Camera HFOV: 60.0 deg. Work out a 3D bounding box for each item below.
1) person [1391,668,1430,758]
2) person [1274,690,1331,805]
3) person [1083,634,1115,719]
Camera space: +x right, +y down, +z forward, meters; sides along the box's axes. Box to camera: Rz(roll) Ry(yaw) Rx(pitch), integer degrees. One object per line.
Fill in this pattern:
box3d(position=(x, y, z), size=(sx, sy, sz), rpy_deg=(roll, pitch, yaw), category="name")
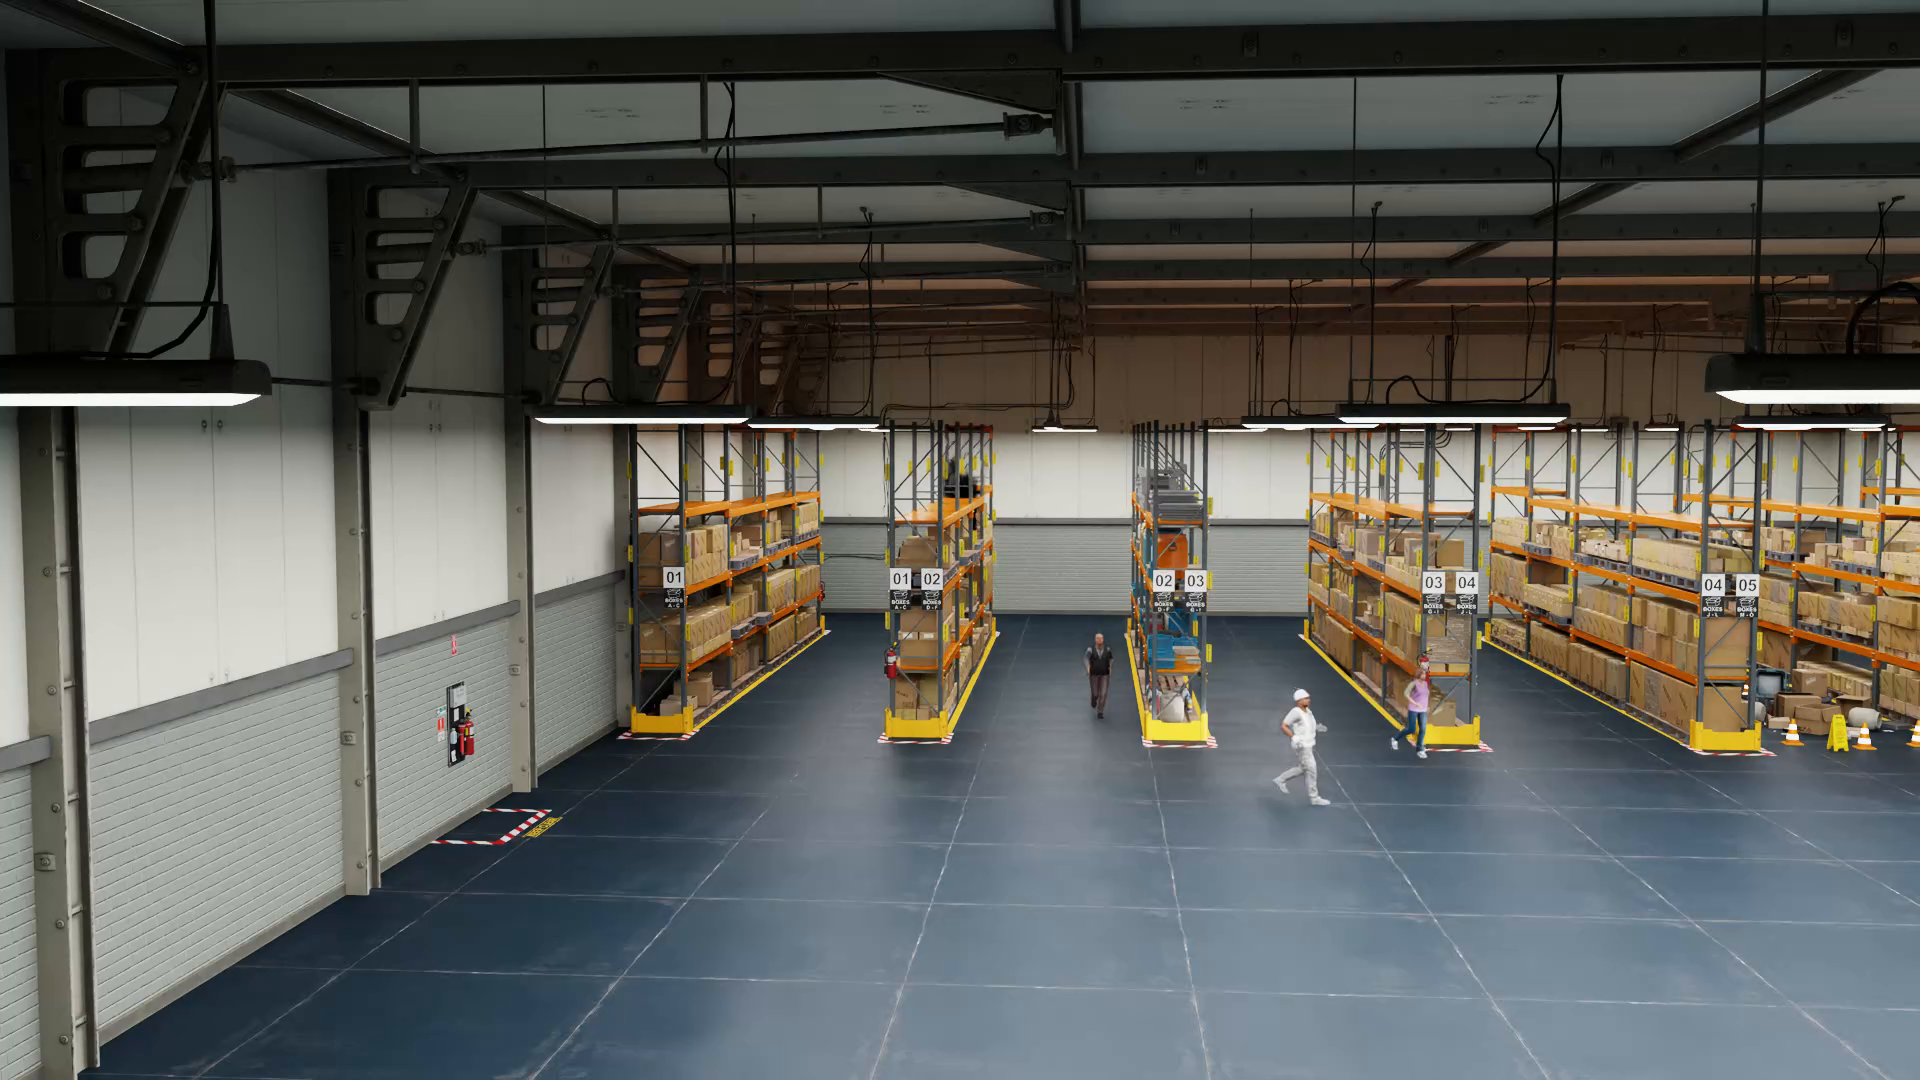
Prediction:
box3d(position=(8.174, 3.057, 29.687), size=(0.601, 1.554, 0.839), rpy_deg=(-2, 4, -29), category="person")
box3d(position=(5.304, 3.198, 25.780), size=(0.955, 1.764, 0.696), rpy_deg=(2, 4, 31), category="person")
box3d(position=(2.833, 2.781, 33.810), size=(0.666, 1.615, 0.717), rpy_deg=(0, 4, -1), category="person")
